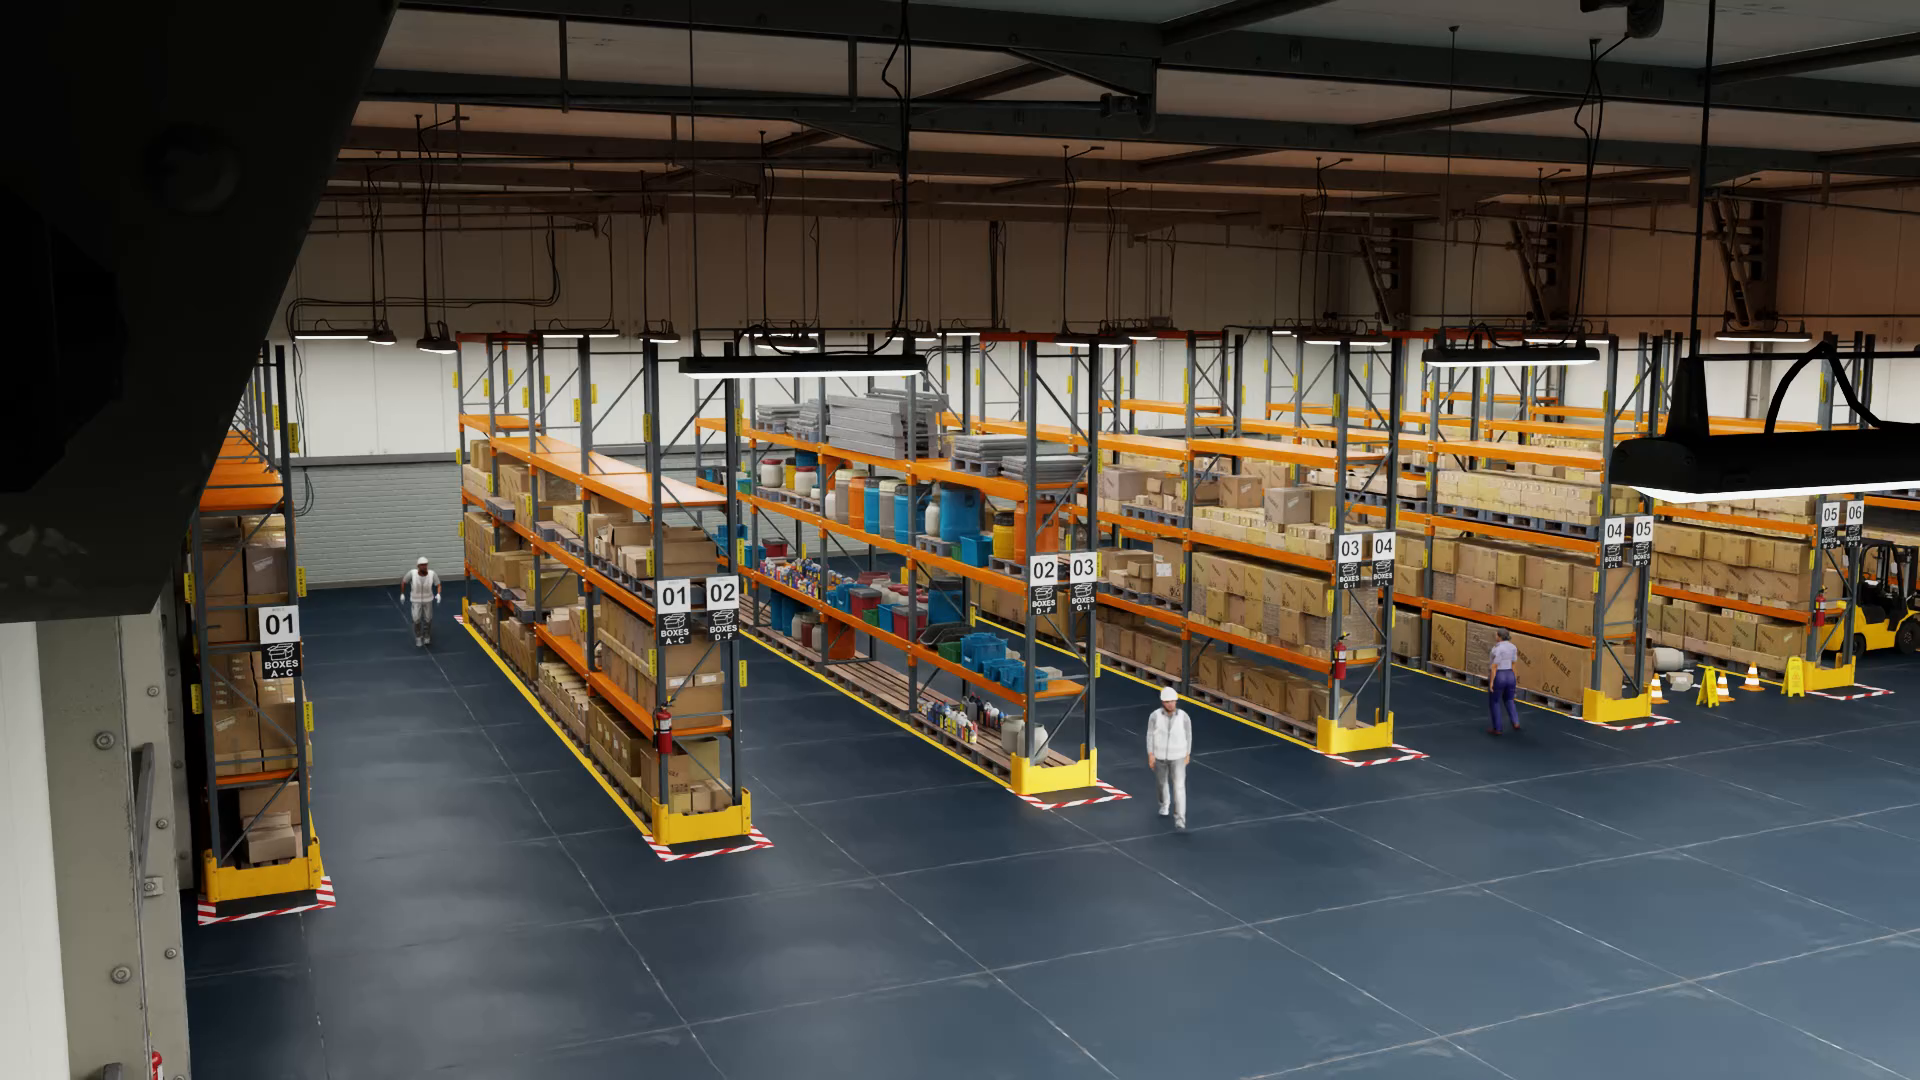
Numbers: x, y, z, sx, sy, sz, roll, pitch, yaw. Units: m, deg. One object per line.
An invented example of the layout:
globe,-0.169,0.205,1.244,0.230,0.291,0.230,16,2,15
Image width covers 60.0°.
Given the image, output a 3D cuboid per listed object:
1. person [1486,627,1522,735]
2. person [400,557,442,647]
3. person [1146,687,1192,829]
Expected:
person,8.243,2.141,25.170,0.531,1.644,0.522,-3,8,-23
person,-10.344,1.192,31.944,0.758,1.765,0.725,-3,8,-21
person,2.591,2.680,20.684,0.556,1.710,1.071,2,8,15
